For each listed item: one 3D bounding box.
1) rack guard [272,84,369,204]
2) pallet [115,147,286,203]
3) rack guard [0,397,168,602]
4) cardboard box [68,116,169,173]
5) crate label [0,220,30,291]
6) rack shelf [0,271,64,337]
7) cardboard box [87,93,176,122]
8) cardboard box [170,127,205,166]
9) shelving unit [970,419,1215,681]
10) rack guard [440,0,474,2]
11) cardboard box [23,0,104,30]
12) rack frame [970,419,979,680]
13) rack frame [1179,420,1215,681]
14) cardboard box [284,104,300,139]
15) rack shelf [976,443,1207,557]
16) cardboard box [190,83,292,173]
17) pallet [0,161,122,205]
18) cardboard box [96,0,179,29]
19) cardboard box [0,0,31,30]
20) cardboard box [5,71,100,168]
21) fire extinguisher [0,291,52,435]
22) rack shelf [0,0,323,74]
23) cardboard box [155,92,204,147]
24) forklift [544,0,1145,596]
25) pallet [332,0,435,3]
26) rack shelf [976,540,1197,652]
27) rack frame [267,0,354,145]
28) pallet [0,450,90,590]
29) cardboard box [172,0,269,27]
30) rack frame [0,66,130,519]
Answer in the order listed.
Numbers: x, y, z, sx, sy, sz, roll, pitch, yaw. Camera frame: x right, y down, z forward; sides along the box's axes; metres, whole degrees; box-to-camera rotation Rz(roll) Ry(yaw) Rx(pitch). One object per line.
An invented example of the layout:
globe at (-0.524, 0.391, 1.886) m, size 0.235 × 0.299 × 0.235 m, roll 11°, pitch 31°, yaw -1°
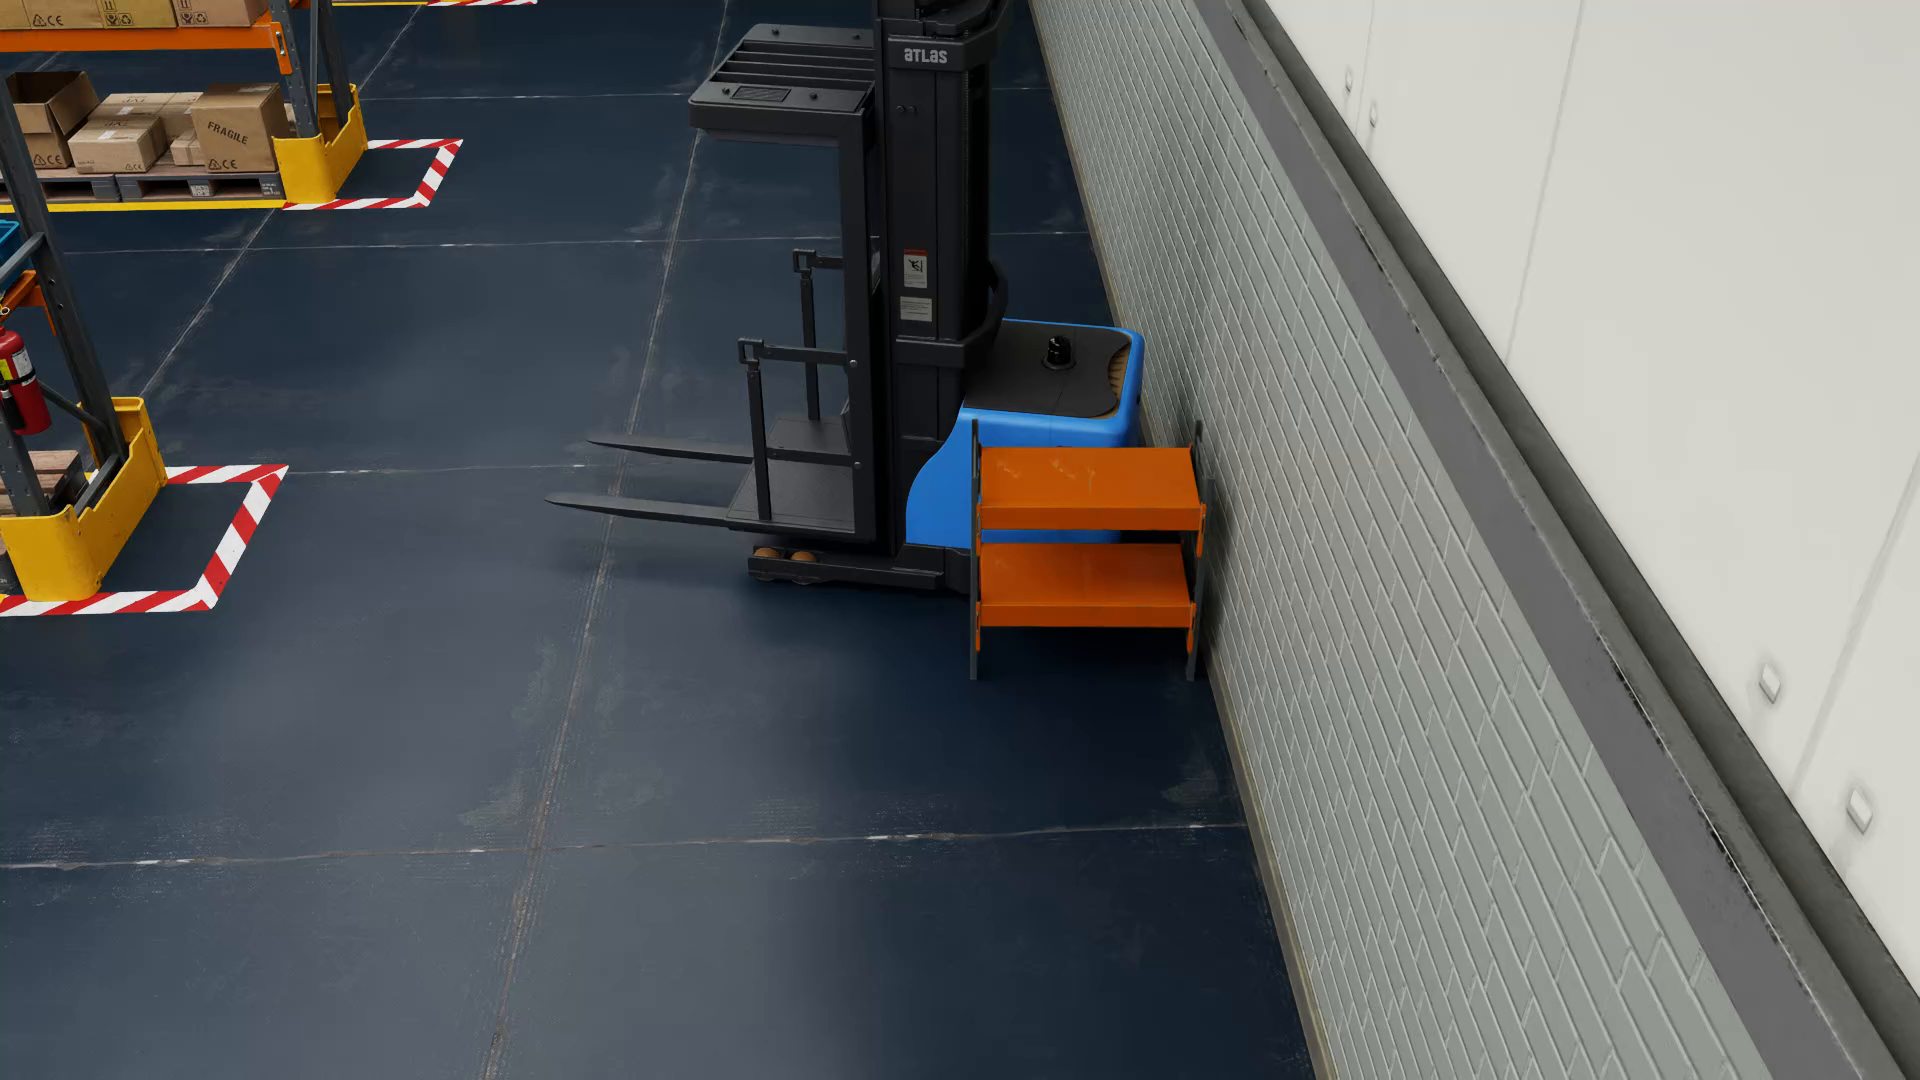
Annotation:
rack guard at (-4.870, -3.037, 12.700) m, size 0.348 × 0.500 × 1.175 m, roll -2°, pitch 35°, yaw -2°
pallet at (-5.666, -2.896, 12.750) m, size 1.213 × 0.211 × 1.003 m, roll -2°, pitch 35°, yaw -2°
rack guard at (-4.540, -0.232, 8.646) m, size 0.348 × 0.500 × 1.175 m, roll -2°, pitch 35°, yaw -2°
cardboard box at (-6.276, -2.954, 12.413) m, size 0.500 × 0.250 × 0.500 m, roll -2°, pitch 35°, yaw -2°
crate label at (-4.825, -1.388, 8.214) m, size 0.303 × 0.233 × 0.416 m, roll -2°, pitch 35°, yaw -2°
rack shelf at (-6.561, -0.902, 8.049) m, size 4.000 × 0.370 × 1.077 m, roll -2°, pitch 35°, yaw -2°
cardboard box at (-6.349, -3.237, 12.821) m, size 0.500 × 0.250 × 0.500 m, roll -2°, pitch 35°, yaw -2°
cardboard box at (-5.734, -2.969, 12.507) m, size 0.250 × 0.166 × 0.380 m, roll -2°, pitch 35°, yaw -2°
shelving unit at (0.575, 0.055, 7.683) m, size 1.048 × 1.125 × 0.538 m, roll 0°, pitch 35°, yaw 0°
rack guard at (-5.008, -5.856, 16.772) m, size 0.348 × 0.500 × 1.175 m, roll -2°, pitch 35°, yaw -2°
cardboard box at (-6.245, -3.915, 11.684) m, size 0.500 × 0.500 × 0.500 m, roll -1°, pitch 35°, yaw -2°
rack frame at (0.067, 0.052, 7.686) m, size 0.032 × 1.125 × 0.500 m, roll 0°, pitch 35°, yaw 0°
rack frame at (1.083, 0.057, 7.679) m, size 0.032 × 1.125 × 0.500 m, roll 0°, pitch 35°, yaw 0°
cardboard box at (-5.228, -3.260, 12.943) m, size 0.250 × 0.149 × 0.380 m, roll -2°, pitch 35°, yaw -2°
rack shelf at (0.575, -0.186, 7.516) m, size 1.000 × 0.278 × 0.538 m, roll 0°, pitch 35°, yaw 0°
cardboard box at (-5.325, -3.066, 12.354) m, size 0.500 × 0.500 × 0.500 m, roll -2°, pitch 35°, yaw -2°
pallet at (-6.882, -2.865, 12.705) m, size 1.213 × 0.211 × 1.003 m, roll -2°, pitch 35°, yaw -2°
cardboard box at (-5.746, -3.926, 11.699) m, size 0.500 × 0.500 × 0.500 m, roll -1°, pitch 35°, yaw -2°
cardboard box at (-6.748, -3.902, 11.664) m, size 0.500 × 0.500 × 0.500 m, roll -2°, pitch 35°, yaw -3°
cardboard box at (-6.913, -3.167, 12.498) m, size 0.637 × 0.503 × 0.797 m, roll -2°, pitch 35°, yaw -2°
fire extinguisher at (-4.391, -0.812, 7.683) m, size 0.183 × 0.674 × 0.296 m, roll -2°, pitch 35°, yaw -2°
rack shelf at (-6.792, -3.718, 12.118) m, size 4.000 × 0.370 × 1.077 m, roll -2°, pitch 35°, yaw -2°
cardboard box at (-5.850, -3.251, 12.841) m, size 0.500 × 0.250 × 0.500 m, roll -2°, pitch 35°, yaw -2°
forklift at (-0.621, -1.268, 8.007) m, size 3.031 × 2.935 × 1.130 m, roll 6°, pitch 35°, yaw 8°
pallet at (-5.827, -5.670, 16.758) m, size 1.213 × 0.211 × 1.003 m, roll -2°, pitch 35°, yaw -2°
rack shelf at (0.575, 0.256, 7.822) m, size 1.000 × 0.278 × 0.538 m, roll 0°, pitch 35°, yaw 0°
rack frame at (-4.794, -4.067, 11.991) m, size 0.127 × 3.000 × 1.000 m, roll -2°, pitch 35°, yaw -2°
pallet at (-5.389, -0.105, 8.716) m, size 1.213 × 0.211 × 1.003 m, roll -2°, pitch 35°, yaw -2°
cardboard box at (-5.228, -3.942, 11.722) m, size 0.500 × 0.500 × 0.500 m, roll -1°, pitch 35°, yaw -1°
rack frame at (-4.563, -1.252, 7.923) m, size 0.127 × 3.000 × 1.000 m, roll -2°, pitch 35°, yaw -2°
